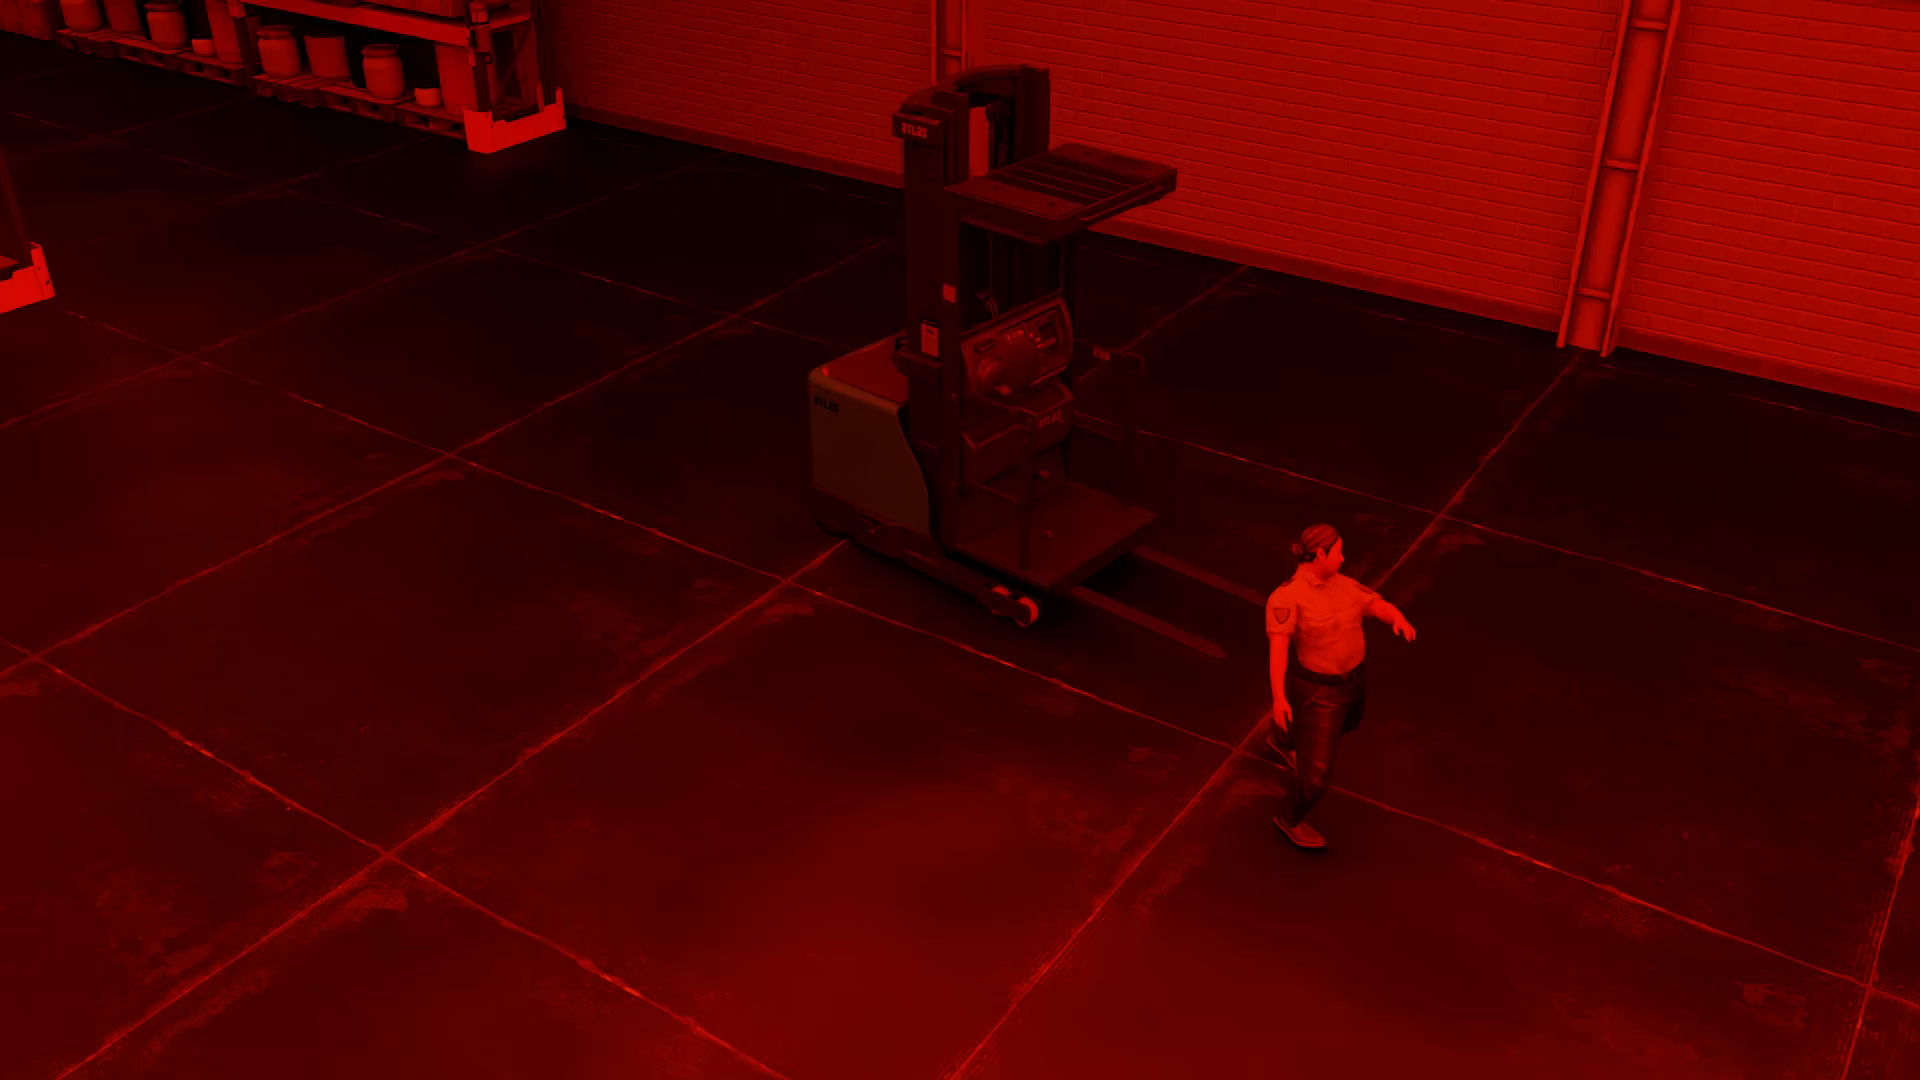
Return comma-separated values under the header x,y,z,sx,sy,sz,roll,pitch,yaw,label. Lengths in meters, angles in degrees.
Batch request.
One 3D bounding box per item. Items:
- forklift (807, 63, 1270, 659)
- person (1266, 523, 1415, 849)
x,y,z,sx,sy,sz,roll,pitch,yaw,label
0.491,-1.065,9.414,3.031,2.935,1.130,24,38,35,forklift
1.682,0.727,7.767,0.799,1.456,0.858,22,37,33,person
